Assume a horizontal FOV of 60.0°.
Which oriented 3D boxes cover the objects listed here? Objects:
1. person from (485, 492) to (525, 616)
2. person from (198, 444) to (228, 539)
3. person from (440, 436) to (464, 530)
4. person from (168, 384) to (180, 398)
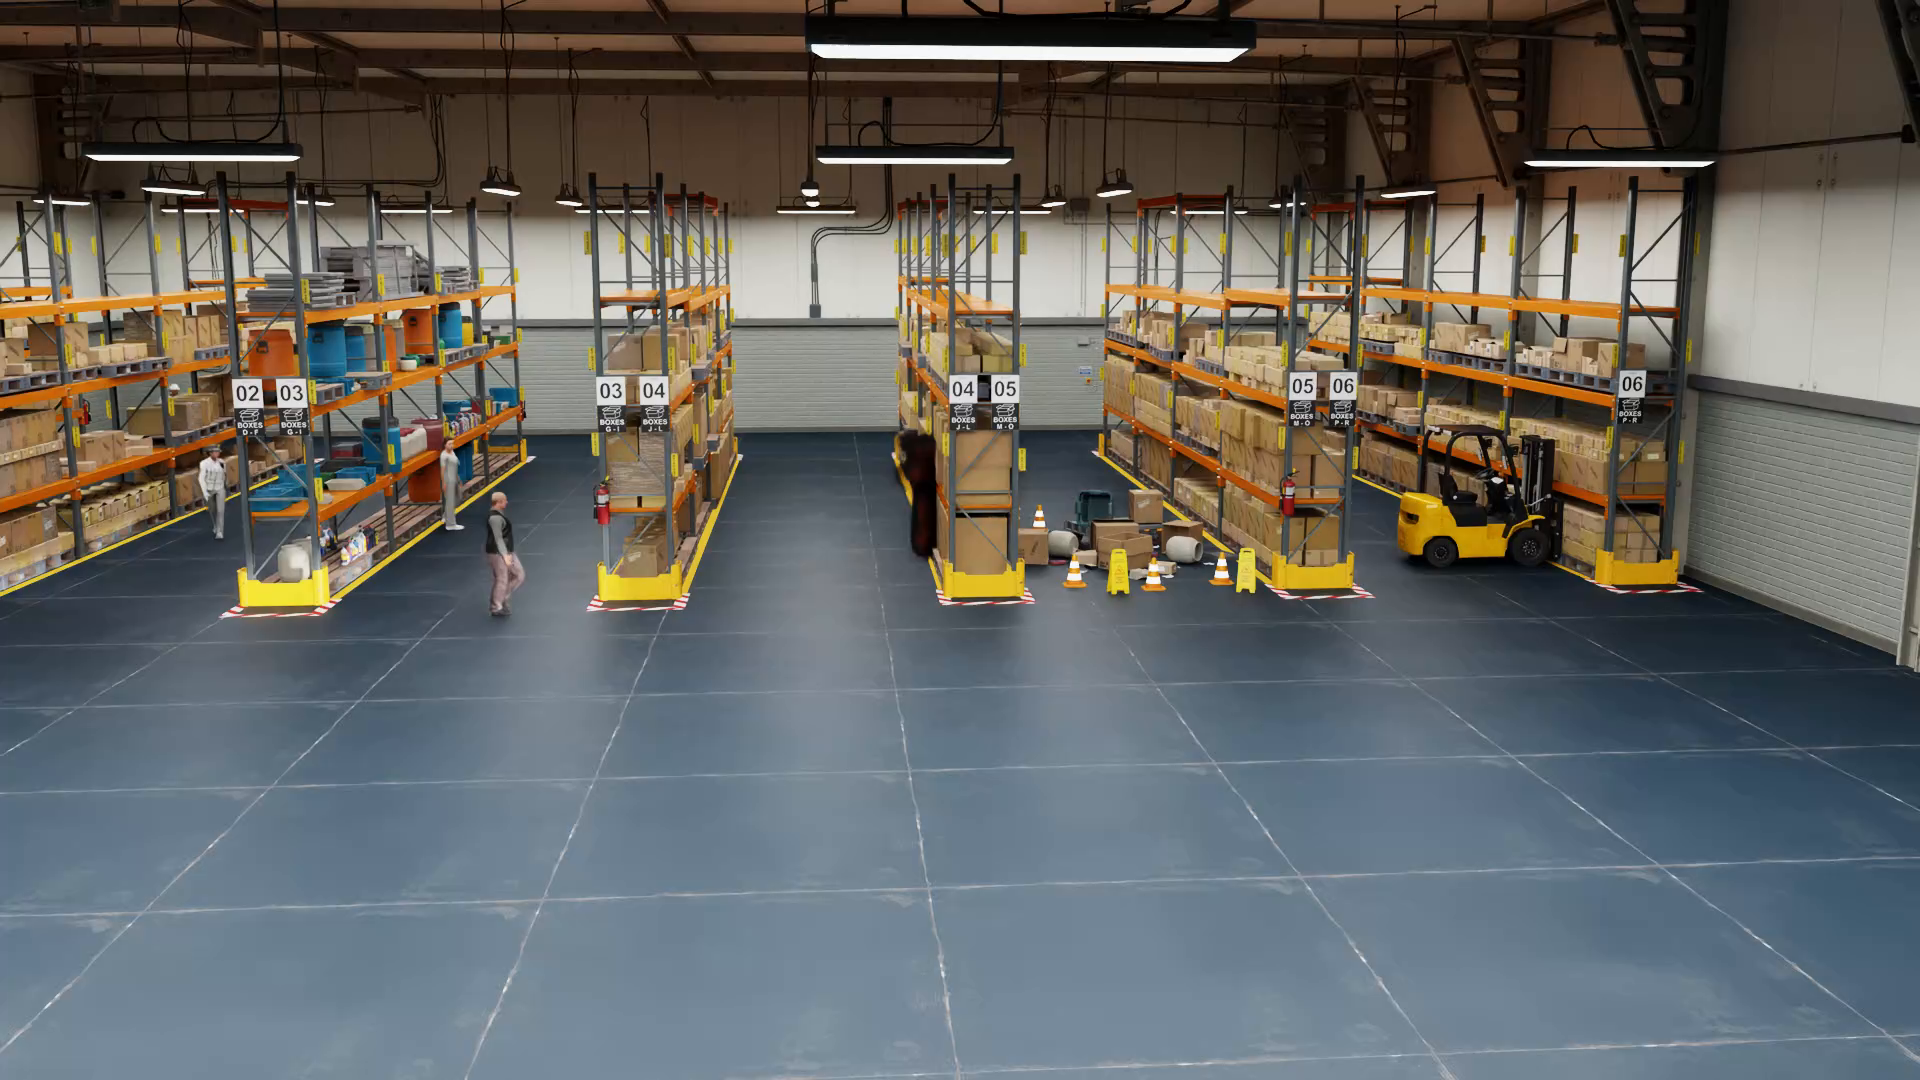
[{"bbox_3d":[-6.226,0.195,22.574,0.490,1.719,0.531,1,10,4],"label":"person"},{"bbox_3d":[-12.937,-0.859,28.850,0.429,1.624,0.980,-2,10,-12],"label":"person"},{"bbox_3d":[-9.091,-1.031,29.672,0.403,1.680,0.514,-2,10,-10],"label":"person"},{"bbox_3d":[-18.945,-2.893,40.042,0.748,1.733,0.648,2,10,11],"label":"person"}]
